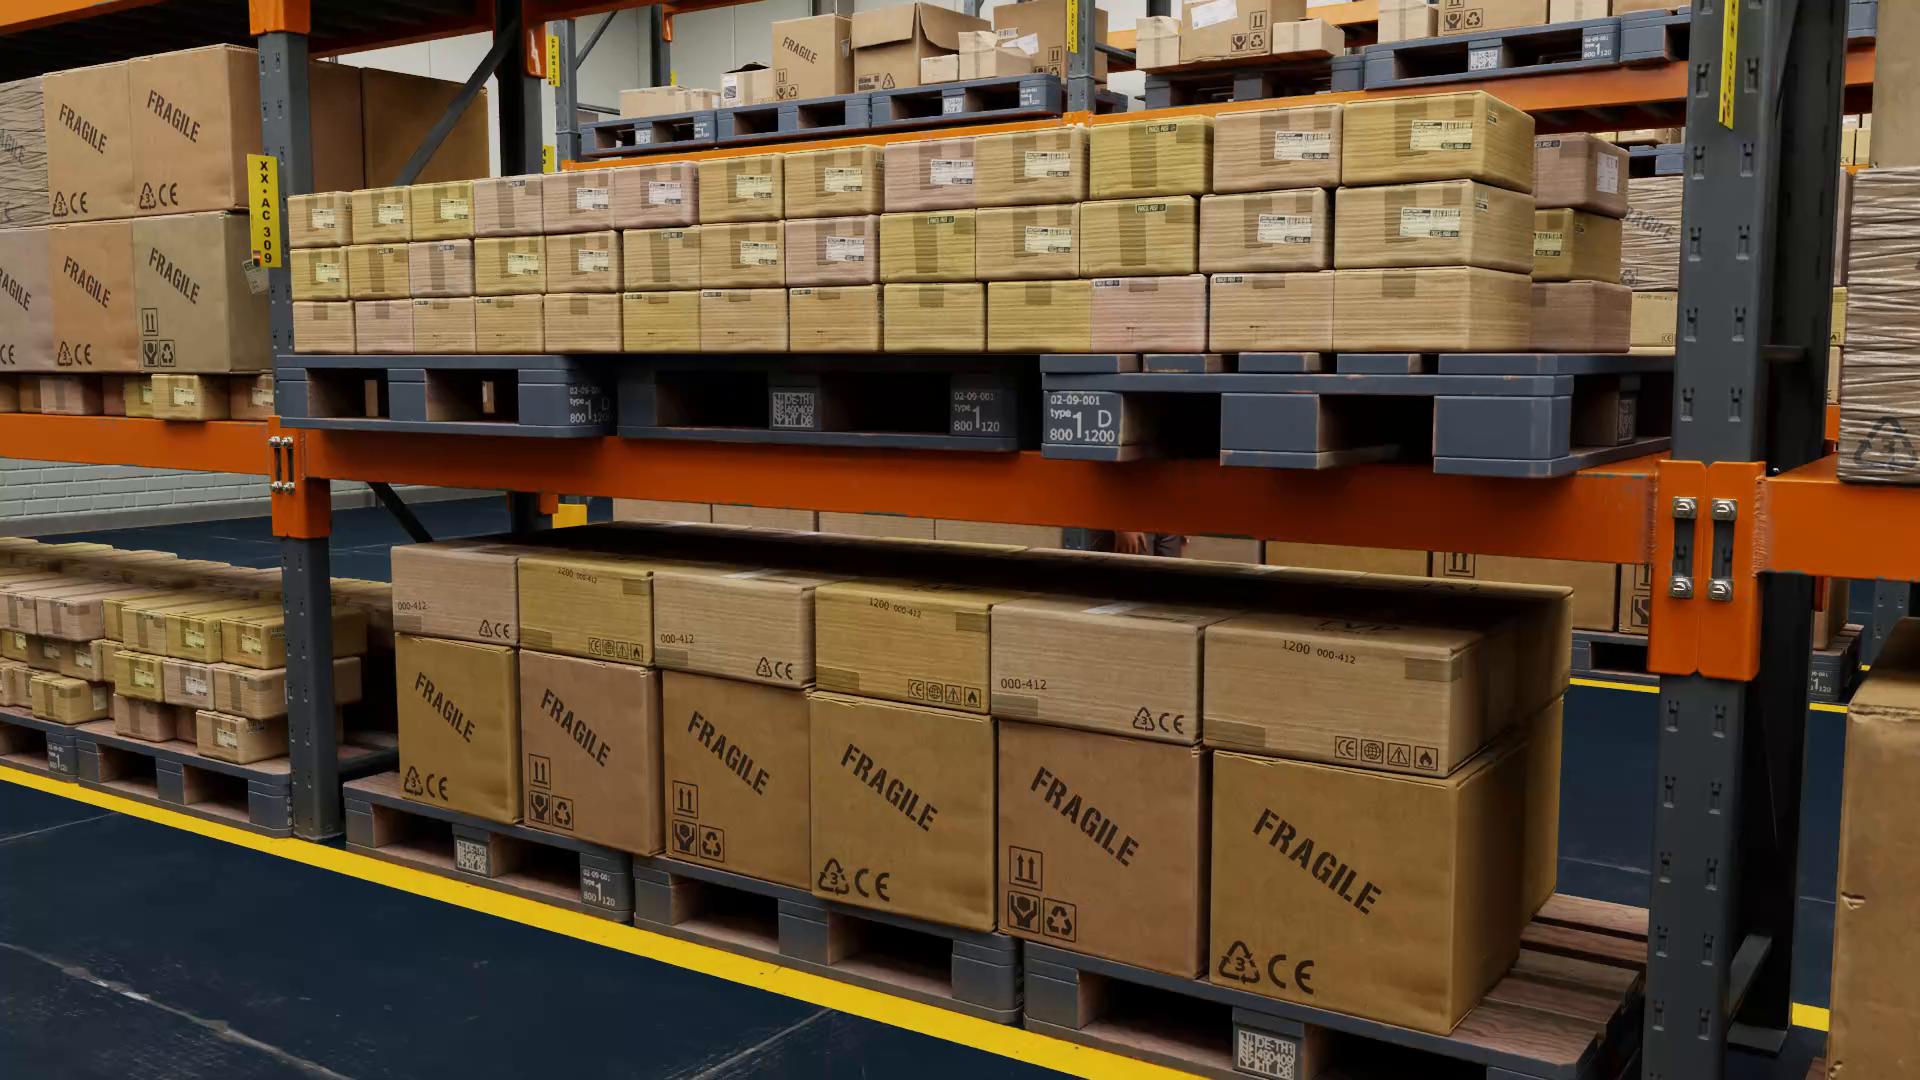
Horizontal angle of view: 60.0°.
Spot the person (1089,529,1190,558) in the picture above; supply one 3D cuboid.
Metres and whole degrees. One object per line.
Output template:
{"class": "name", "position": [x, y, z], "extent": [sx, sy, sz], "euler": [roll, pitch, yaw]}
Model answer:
{"class": "person", "position": [0.681, -0.054, 6.365], "extent": [0.412, 1.722, 0.592], "euler": [4, 7, 31]}
